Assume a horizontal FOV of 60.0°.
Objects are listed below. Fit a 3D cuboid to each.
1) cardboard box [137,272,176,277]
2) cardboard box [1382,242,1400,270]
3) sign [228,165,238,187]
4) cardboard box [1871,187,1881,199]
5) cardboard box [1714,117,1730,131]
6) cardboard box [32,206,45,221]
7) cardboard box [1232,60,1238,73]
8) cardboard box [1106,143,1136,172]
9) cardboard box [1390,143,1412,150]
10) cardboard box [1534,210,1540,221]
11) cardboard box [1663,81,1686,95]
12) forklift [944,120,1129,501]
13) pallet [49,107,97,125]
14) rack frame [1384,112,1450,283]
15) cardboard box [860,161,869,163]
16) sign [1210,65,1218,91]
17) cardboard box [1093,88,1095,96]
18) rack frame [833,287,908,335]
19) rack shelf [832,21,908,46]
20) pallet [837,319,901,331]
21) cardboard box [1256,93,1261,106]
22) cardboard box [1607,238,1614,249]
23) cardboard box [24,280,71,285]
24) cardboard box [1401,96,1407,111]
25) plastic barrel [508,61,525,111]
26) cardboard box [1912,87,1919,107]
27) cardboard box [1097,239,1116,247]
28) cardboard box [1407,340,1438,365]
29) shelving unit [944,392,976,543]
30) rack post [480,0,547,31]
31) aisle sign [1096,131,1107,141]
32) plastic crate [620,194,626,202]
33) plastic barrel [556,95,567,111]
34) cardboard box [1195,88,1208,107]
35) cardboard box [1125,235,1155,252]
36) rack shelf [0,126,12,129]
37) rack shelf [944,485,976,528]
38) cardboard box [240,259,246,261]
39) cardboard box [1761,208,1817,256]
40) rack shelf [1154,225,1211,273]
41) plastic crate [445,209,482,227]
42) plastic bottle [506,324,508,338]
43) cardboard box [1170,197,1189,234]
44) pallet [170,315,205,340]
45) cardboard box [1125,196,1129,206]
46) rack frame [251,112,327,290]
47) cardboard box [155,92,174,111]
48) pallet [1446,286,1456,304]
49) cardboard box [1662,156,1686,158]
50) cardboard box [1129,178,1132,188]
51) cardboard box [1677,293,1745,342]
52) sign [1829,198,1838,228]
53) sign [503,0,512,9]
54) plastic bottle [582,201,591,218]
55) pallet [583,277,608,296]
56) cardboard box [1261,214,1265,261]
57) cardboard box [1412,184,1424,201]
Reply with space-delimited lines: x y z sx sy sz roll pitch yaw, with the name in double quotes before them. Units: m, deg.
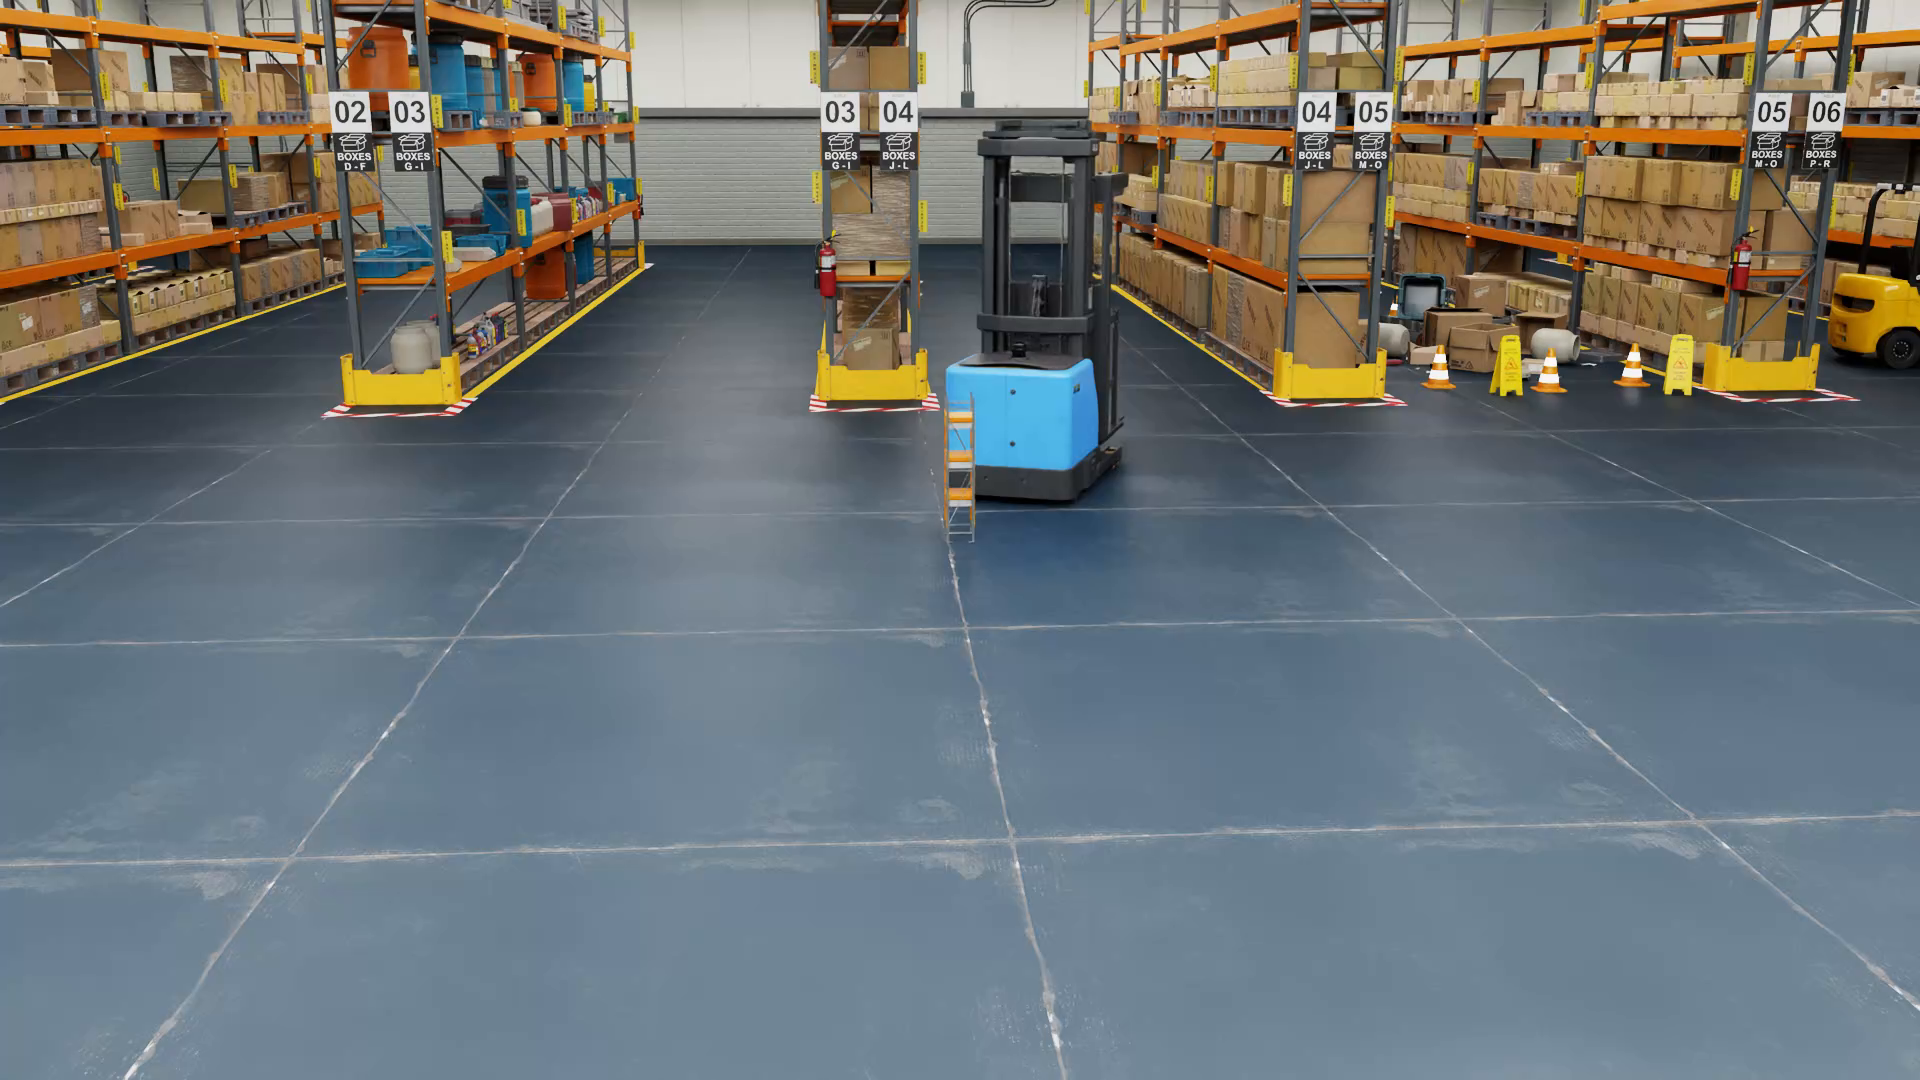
"cardboard box" -11.542 -3.699 23.931 0.500 0.311 0.500 -1 14 -5
"cardboard box" 8.277 -5.241 30.674 0.875 0.438 0.875 -1 14 -4
"sign" -10.768 -5.391 24.634 0.100 0.325 0.005 -1 14 -3
"cardboard box" 13.307 -4.970 23.819 0.380 0.149 0.250 -1 14 -3
"cardboard box" 8.603 -4.613 18.419 0.380 0.149 0.250 -1 14 -3
"cardboard box" -10.747 -3.742 19.048 0.380 0.149 0.250 0 14 -2
"cardboard box" 3.501 -5.713 20.051 0.380 0.149 0.250 -1 14 -4
"cardboard box" 2.938 -6.937 30.162 0.500 0.500 0.500 -1 14 -5
"cardboard box" 7.964 -7.106 30.116 0.380 0.149 0.250 -1 14 -2
"cardboard box" 8.348 -4.590 23.508 0.380 0.149 0.250 -1 14 -3
"cardboard box" 8.508 -5.314 19.542 0.380 0.149 0.250 -1 14 -2
"forklift" 0.789 -2.049 14.108 1.130 2.935 3.031 4 15 16
"pallet" -10.996 -5.024 19.690 1.003 0.211 1.213 -1 14 -3
"rack frame" 8.208 -6.120 29.794 1.000 3.000 0.127 -1 14 -3
"cardboard box" -1.285 -4.041 18.909 0.500 0.500 0.500 -1 14 -3
"sign" 3.229 -5.874 21.147 0.100 0.325 0.005 -1 14 -3
"cardboard box" 2.761 -8.612 31.957 0.380 0.149 0.250 -1 14 -4
"rack frame" -1.187 -3.978 21.466 1.000 3.000 0.127 -1 14 -3
"rack shelf" -1.311 -6.838 22.792 1.077 0.370 4.000 -1 14 -3
"pallet" -1.237 -2.821 22.566 1.003 0.211 1.213 -1 14 -3
"cardboard box" 3.581 -5.011 18.922 0.380 0.149 0.250 -1 14 -3
"cardboard box" 8.518 -3.798 21.273 0.380 0.149 0.250 -1 14 -4
"cardboard box" -11.358 -2.940 20.605 0.500 0.500 0.500 -1 14 -3
"cardboard box" 7.890 -7.581 28.880 0.396 0.266 0.258 -1 14 -4
"plastic barrel" -6.544 -6.384 23.793 0.600 0.901 0.600 0 14 0
"cardboard box" 13.370 -6.046 22.620 0.500 0.311 0.500 -1 14 -5
"cardboard box" 2.821 -5.662 31.697 0.380 0.149 0.250 -1 14 -3
"cardboard box" 5.715 -2.306 20.456 0.396 0.266 0.258 2 15 6
"shelving unit" -0.003 -0.522 11.947 0.215 1.050 0.252 -1 14 -3
"rack post" -6.338 -7.392 22.295 1.013 1.000 3.121 -1 14 -3
"aisle sign" 2.722 -8.286 32.994 0.394 0.787 0.004 -1 14 -3
"plastic crate" -6.643 -6.587 32.016 0.396 0.136 0.243 -1 14 -3
"plastic barrel" -6.214 -6.744 25.667 0.294 0.245 0.294 0 14 0
"cardboard box" 3.474 -5.965 22.427 0.500 0.250 0.500 -1 14 -4
"cardboard box" 3.092 -5.054 28.320 0.500 0.250 0.500 0 14 -2
"rack shelf" -16.390 -6.345 26.090 1.077 0.370 4.000 -1 14 -3
"rack shelf" -0.003 -0.242 12.019 0.215 0.259 0.240 -1 14 -3
"cardboard box" -11.646 -4.181 26.389 0.500 0.500 0.500 -1 14 -5
"cardboard box" 9.199 -3.450 18.620 0.500 0.500 0.500 -1 14 -4
"rack shelf" 3.646 -4.178 23.689 1.077 0.370 4.000 -1 14 -3
"plastic crate" -6.466 -4.048 21.611 0.402 0.464 0.583 -1 14 -3
"plastic bottle" -5.797 -2.674 21.131 0.097 0.201 0.097 0 14 0
"cardboard box" 3.346 -4.705 24.091 0.500 0.500 0.500 -1 14 -3
"pallet" -11.238 -2.962 23.115 1.003 0.211 1.213 -1 14 -3
"cardboard box" 2.938 -5.608 27.464 0.380 0.149 0.250 -2 15 -6
"rack frame" -11.570 -5.815 28.608 1.000 3.000 0.127 -1 14 -3
"cardboard box" -11.163 -6.019 22.840 0.500 0.250 0.500 -1 14 -5
"pallet" 8.483 -3.972 27.041 1.003 0.211 1.213 -1 14 -3
"cardboard box" 13.336 -7.007 31.439 0.500 0.500 0.500 -1 14 -5
"cardboard box" 2.956 -5.830 27.134 0.380 0.149 0.250 0 14 -1
"cardboard box" 8.642 -2.566 19.150 0.500 0.500 0.500 -1 14 -3
"sign" 9.493 -3.564 18.119 0.100 0.325 0.005 -1 14 -3
"sign" -5.581 -6.711 20.470 0.100 0.325 0.005 -1 14 -3
"plastic bottle" -6.217 -5.488 27.585 0.152 0.276 0.135 -1 14 -3
"pallet" -6.620 -4.348 28.501 1.003 0.211 1.213 -1 14 -3
"cardboard box" 3.984 -3.476 19.216 0.875 0.550 0.550 -1 14 -3
"cardboard box" 8.019 -5.921 28.316 0.500 0.250 0.500 -1 14 -3
